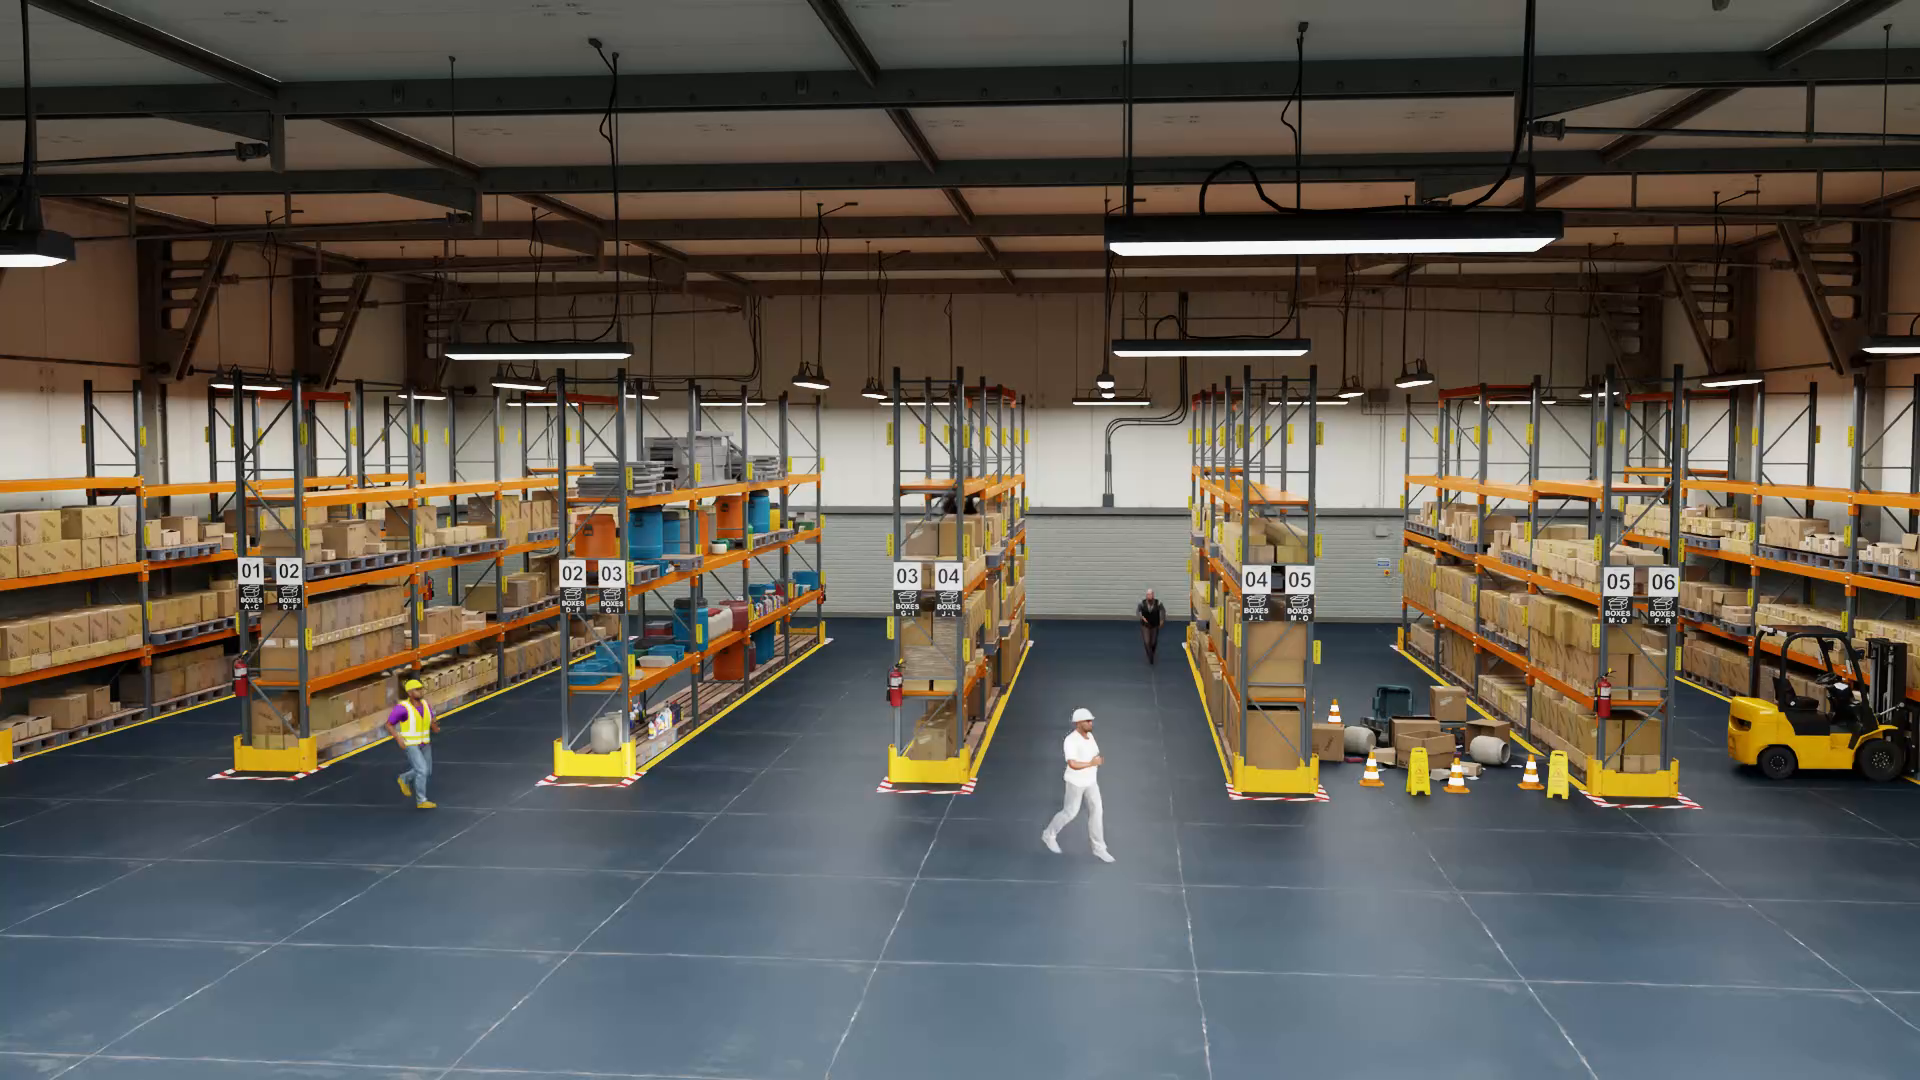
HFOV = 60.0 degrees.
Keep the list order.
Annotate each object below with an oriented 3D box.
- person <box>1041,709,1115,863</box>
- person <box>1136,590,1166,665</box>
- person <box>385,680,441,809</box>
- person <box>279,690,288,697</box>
[{"bbox_3d":[1.401,2.871,19.629,0.950,1.780,0.688,3,4,36],"label":"person"},{"bbox_3d":[4.192,1.907,36.597,0.646,1.668,0.694,1,4,10],"label":"person"},{"bbox_3d":[-7.362,2.741,22.410,0.716,1.735,0.703,2,4,30],"label":"person"},{"bbox_3d":[-12.110,2.290,30.070,0.645,1.726,0.632,-1,4,-9],"label":"person"}]
